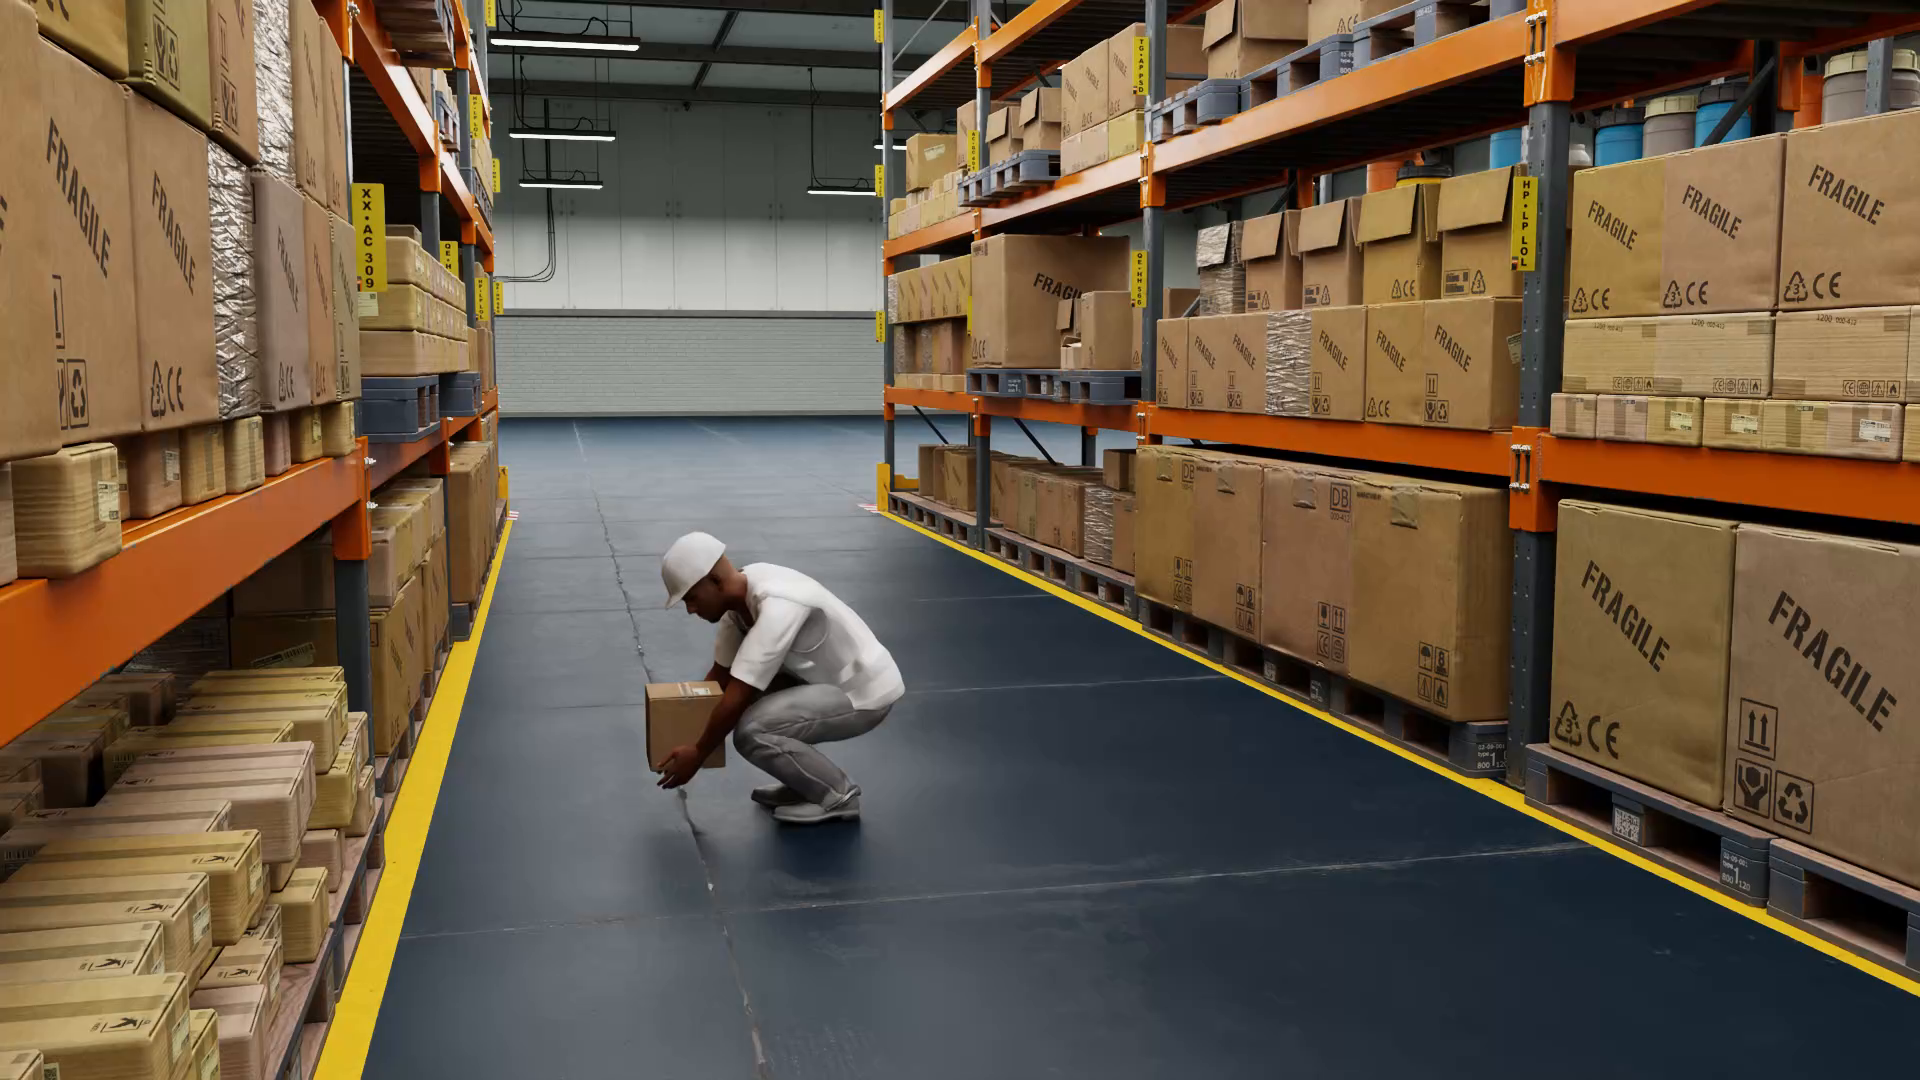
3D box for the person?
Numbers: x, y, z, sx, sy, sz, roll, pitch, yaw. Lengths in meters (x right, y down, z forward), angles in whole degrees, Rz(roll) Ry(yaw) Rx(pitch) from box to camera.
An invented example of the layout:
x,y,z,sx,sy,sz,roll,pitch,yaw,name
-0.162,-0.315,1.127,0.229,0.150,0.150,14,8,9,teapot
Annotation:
x,y,z,sx,sy,sz,roll,pitch,yaw,name
-0.623,0.459,5.704,0.860,0.998,0.598,-1,6,-14,person
